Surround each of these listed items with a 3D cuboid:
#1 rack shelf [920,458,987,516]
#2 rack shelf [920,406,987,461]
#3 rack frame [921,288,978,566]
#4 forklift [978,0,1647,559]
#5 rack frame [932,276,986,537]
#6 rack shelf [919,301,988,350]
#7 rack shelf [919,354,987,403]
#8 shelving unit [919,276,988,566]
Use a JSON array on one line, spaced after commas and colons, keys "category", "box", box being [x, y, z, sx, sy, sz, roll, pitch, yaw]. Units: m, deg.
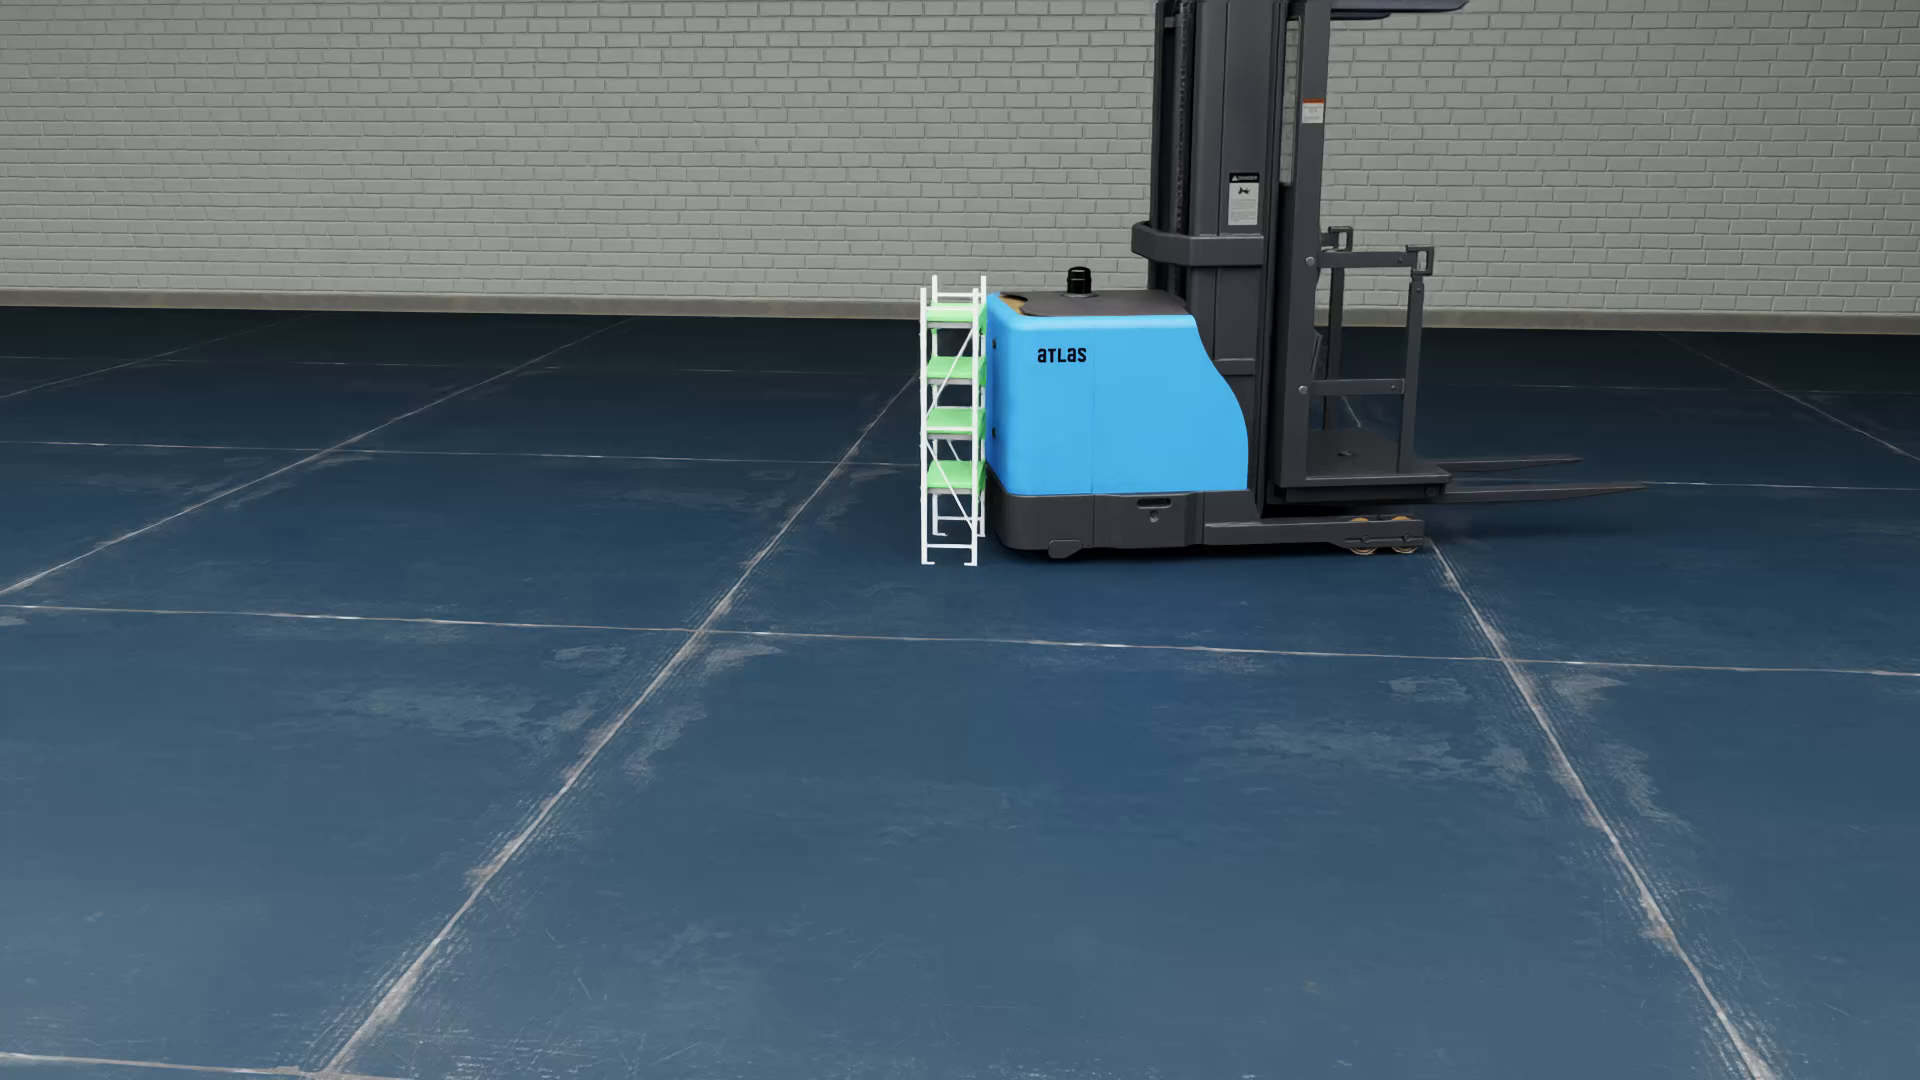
[{"category": "rack shelf", "box": [-0.026, -0.243, 7.423, 0.258, 0.148, 0.480, 1, 15, 5]}, {"category": "rack shelf", "box": [-0.025, -0.474, 7.361, 0.258, 0.148, 0.480, 1, 15, 5]}, {"category": "rack frame", "box": [-0.045, -0.472, 7.109, 0.240, 1.200, 0.015, 1, 15, 5]}, {"category": "forklift", "box": [1.644, -1.482, 7.528, 3.031, 2.935, 1.130, -2, 15, -7]}, {"category": "rack frame", "box": [-0.005, -0.599, 7.579, 0.240, 1.200, 0.015, 1, 15, 5]}, {"category": "rack shelf", "box": [-0.024, -0.938, 7.235, 0.258, 0.148, 0.480, 1, 15, 5]}, {"category": "rack shelf", "box": [-0.025, -0.706, 7.298, 0.258, 0.148, 0.480, 1, 15, 5]}, {"category": "shelving unit", "box": [-0.025, -0.536, 7.344, 0.258, 1.200, 0.503, 1, 15, 5]}]
